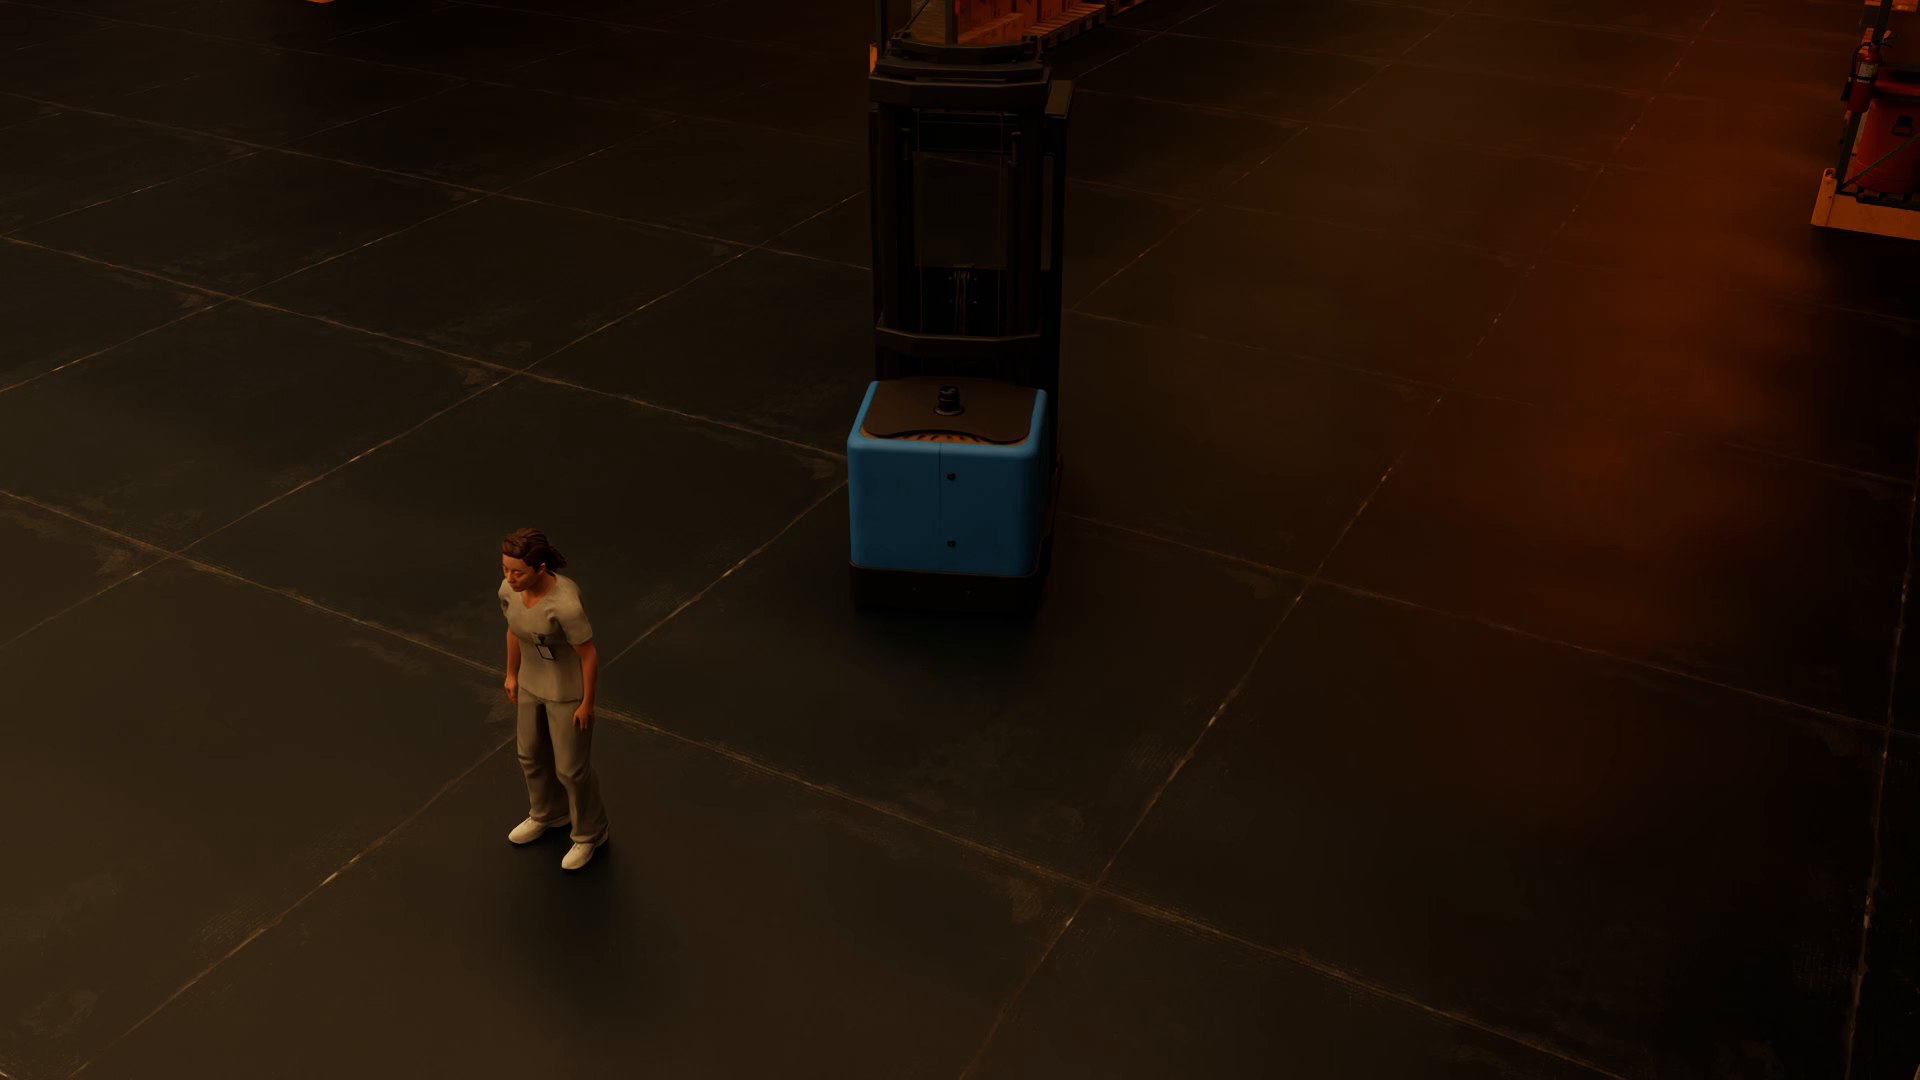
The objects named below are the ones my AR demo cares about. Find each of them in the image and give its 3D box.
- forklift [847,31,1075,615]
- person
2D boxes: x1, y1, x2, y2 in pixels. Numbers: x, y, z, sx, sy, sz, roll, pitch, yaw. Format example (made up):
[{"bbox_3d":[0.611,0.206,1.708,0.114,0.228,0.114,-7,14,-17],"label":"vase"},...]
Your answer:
[{"bbox_3d":[0.072,-1.572,9.794,1.130,2.935,3.031,3,30,6],"label":"forklift"},{"bbox_3d":[-1.774,0.656,7.194,0.507,1.671,0.365,17,34,27],"label":"person"}]
